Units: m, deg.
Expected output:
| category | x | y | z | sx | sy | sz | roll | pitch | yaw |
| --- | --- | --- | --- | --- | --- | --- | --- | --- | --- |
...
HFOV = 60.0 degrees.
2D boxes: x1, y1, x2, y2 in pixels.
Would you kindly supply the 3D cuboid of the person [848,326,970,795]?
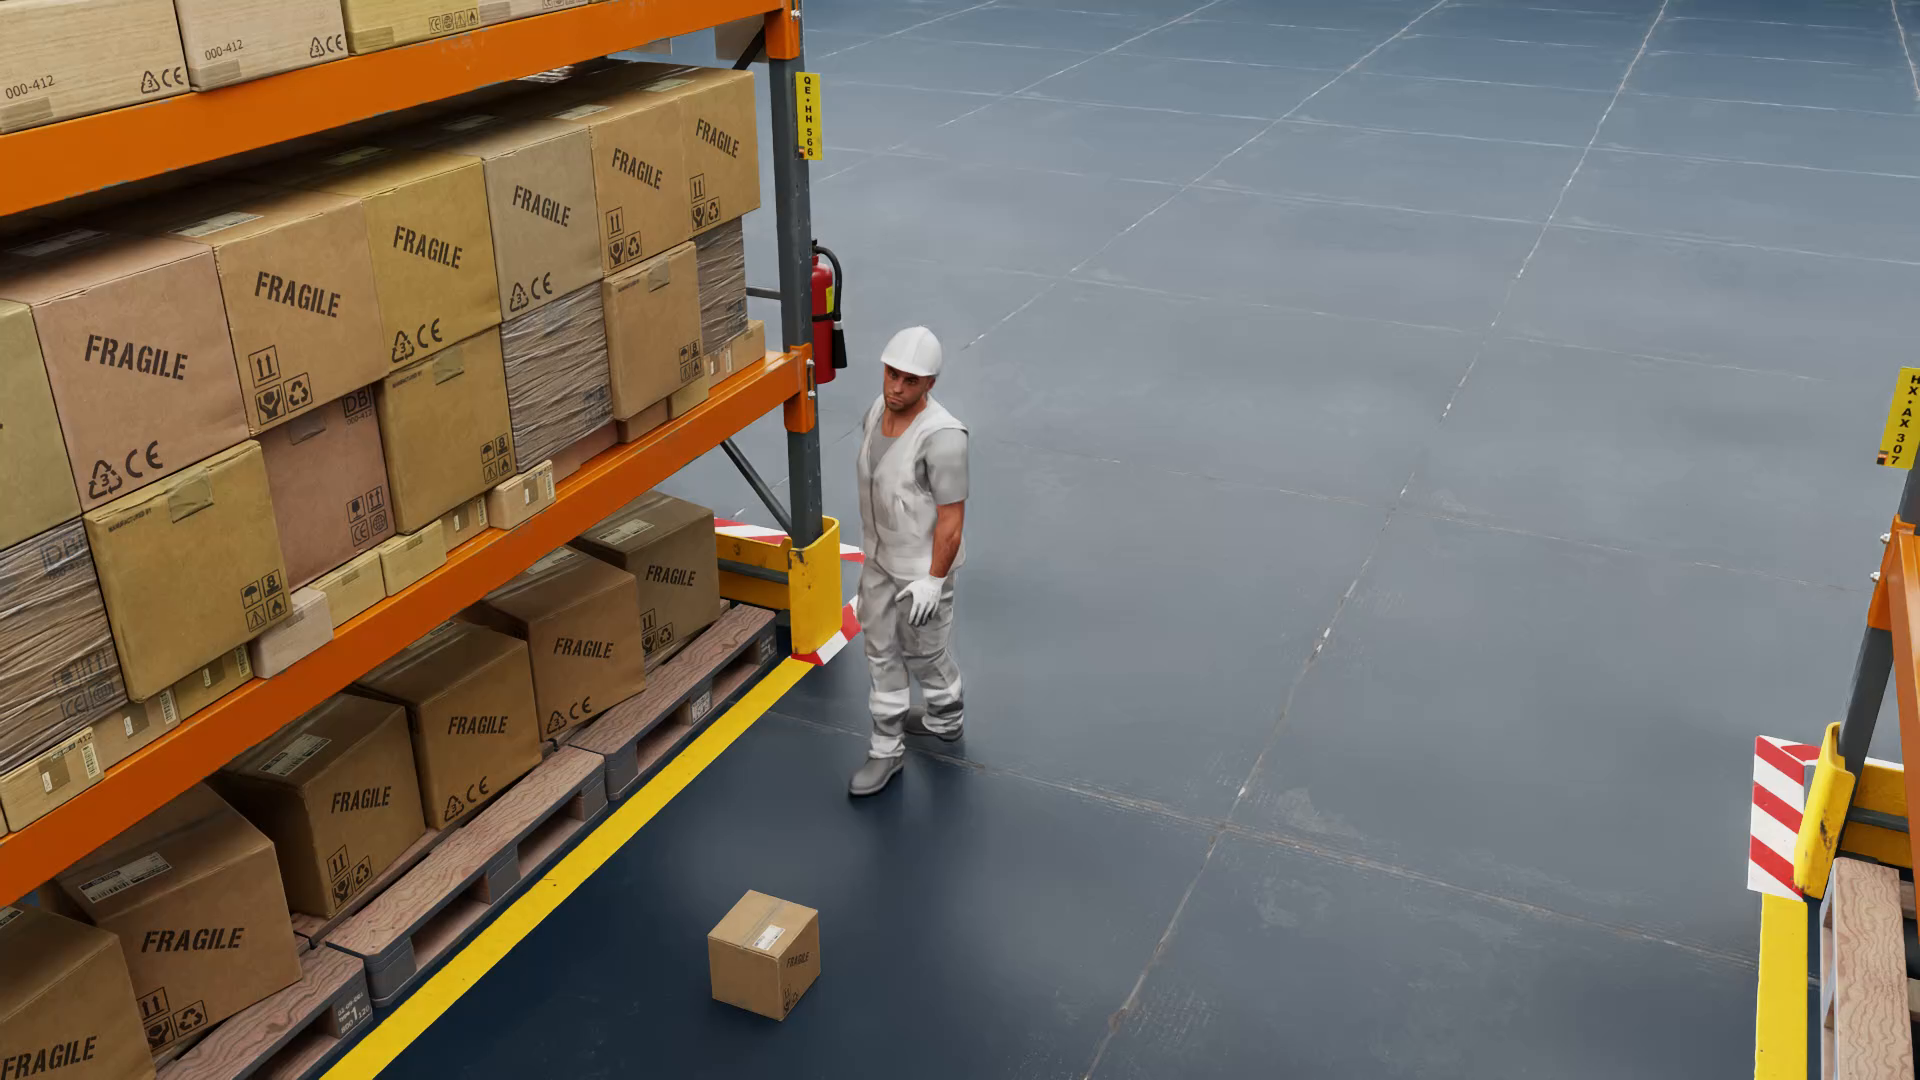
| category | x | y | z | sx | sy | sz | roll | pitch | yaw |
| --- | --- | --- | --- | --- | --- | --- | --- | --- | --- |
| person | -0.189 | 0.073 | 5.941 | 0.586 | 1.778 | 0.584 | -18 | 31 | -33 |
